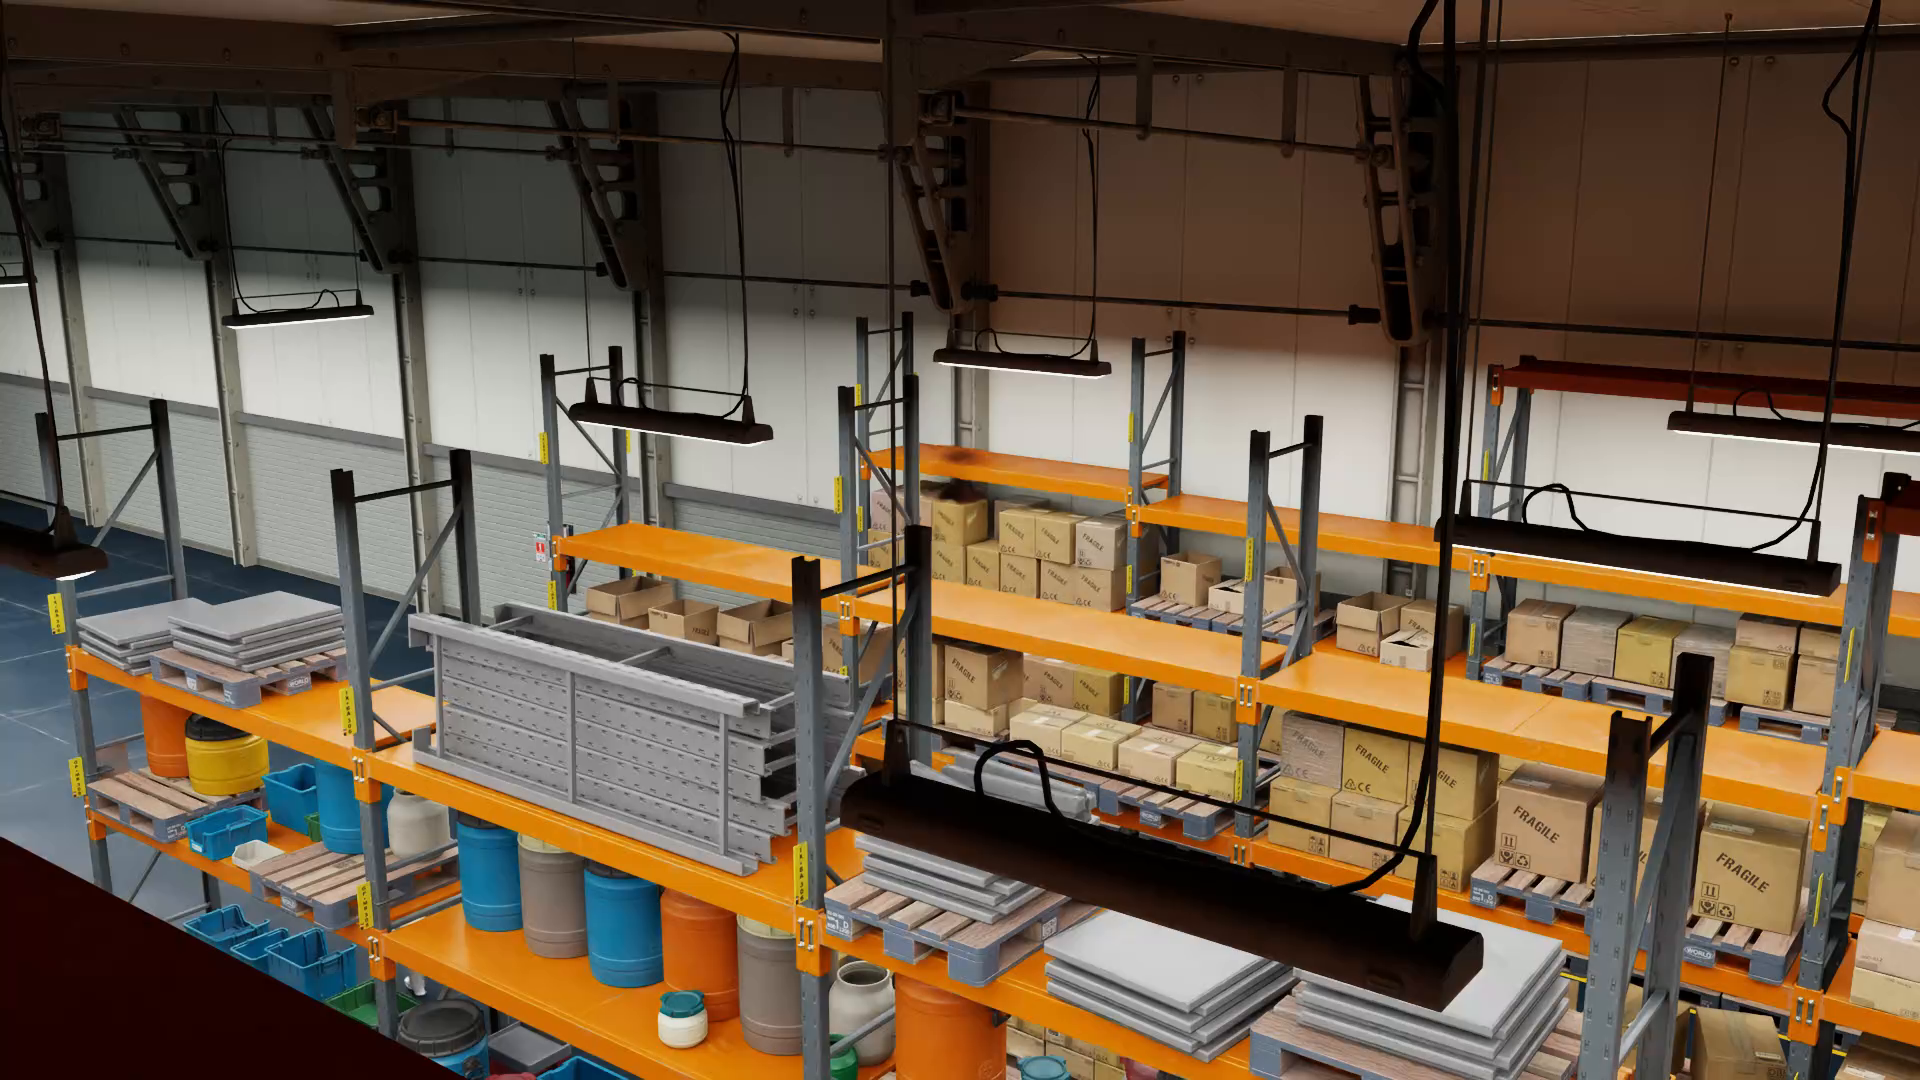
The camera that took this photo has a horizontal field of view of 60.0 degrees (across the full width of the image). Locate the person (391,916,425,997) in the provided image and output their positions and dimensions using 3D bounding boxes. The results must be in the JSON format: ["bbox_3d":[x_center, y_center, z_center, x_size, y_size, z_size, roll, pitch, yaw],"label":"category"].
[{"bbox_3d":[-5.464,3.544,16.032,0.612,1.788,0.416,-4,14,-19],"label":"person"}]
